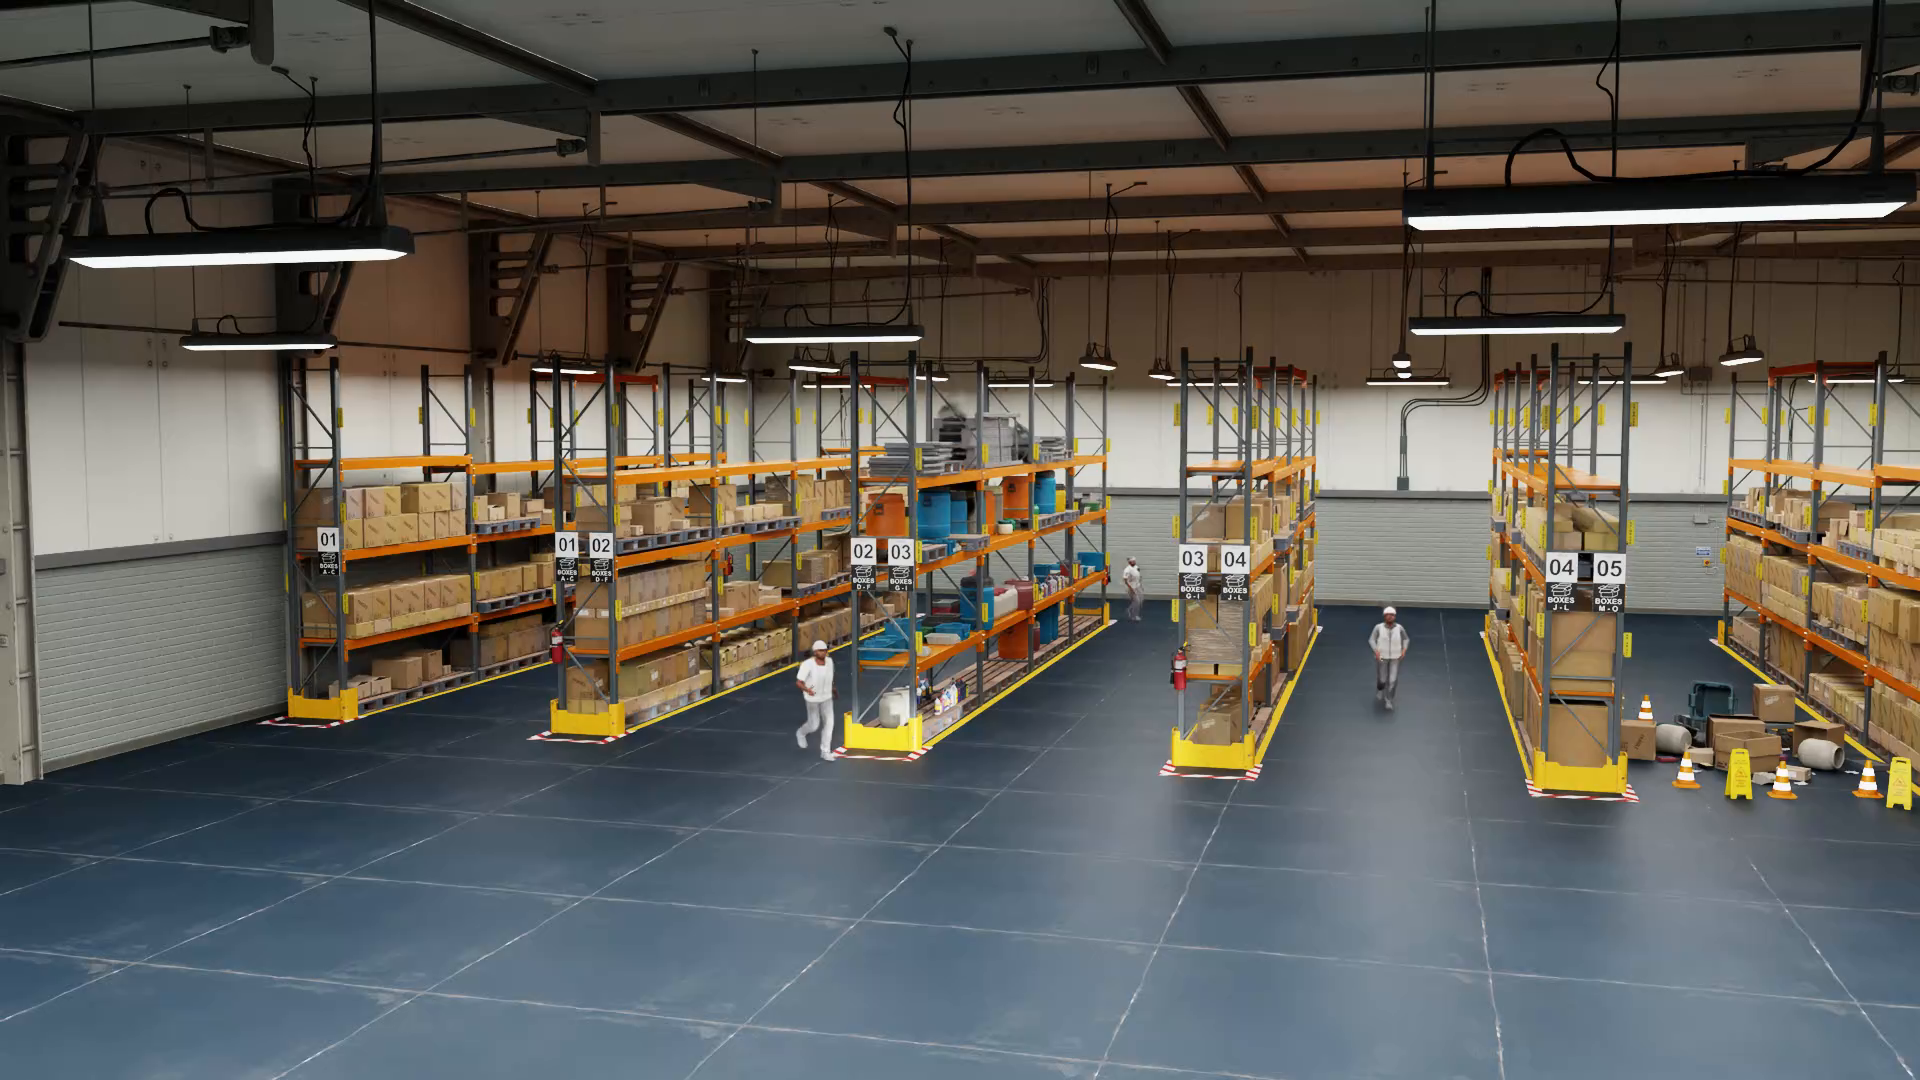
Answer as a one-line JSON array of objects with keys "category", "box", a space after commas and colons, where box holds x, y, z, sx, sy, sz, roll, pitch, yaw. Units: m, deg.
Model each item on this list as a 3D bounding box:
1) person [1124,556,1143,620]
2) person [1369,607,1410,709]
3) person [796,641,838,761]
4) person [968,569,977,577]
[{"category": "person", "box": [4.242, 1.186, 41.141, 0.505, 1.637, 0.611, 4, 6, 41]}, {"category": "person", "box": [7.441, 2.026, 28.814, 0.682, 1.752, 0.605, 1, 4, 9]}, {"category": "person", "box": [-2.110, 2.335, 24.464, 0.690, 1.745, 0.902, -3, 5, -32]}, {"category": "person", "box": [0.297, 1.481, 36.850, 0.665, 1.694, 0.782, 2, 5, 22]}]
